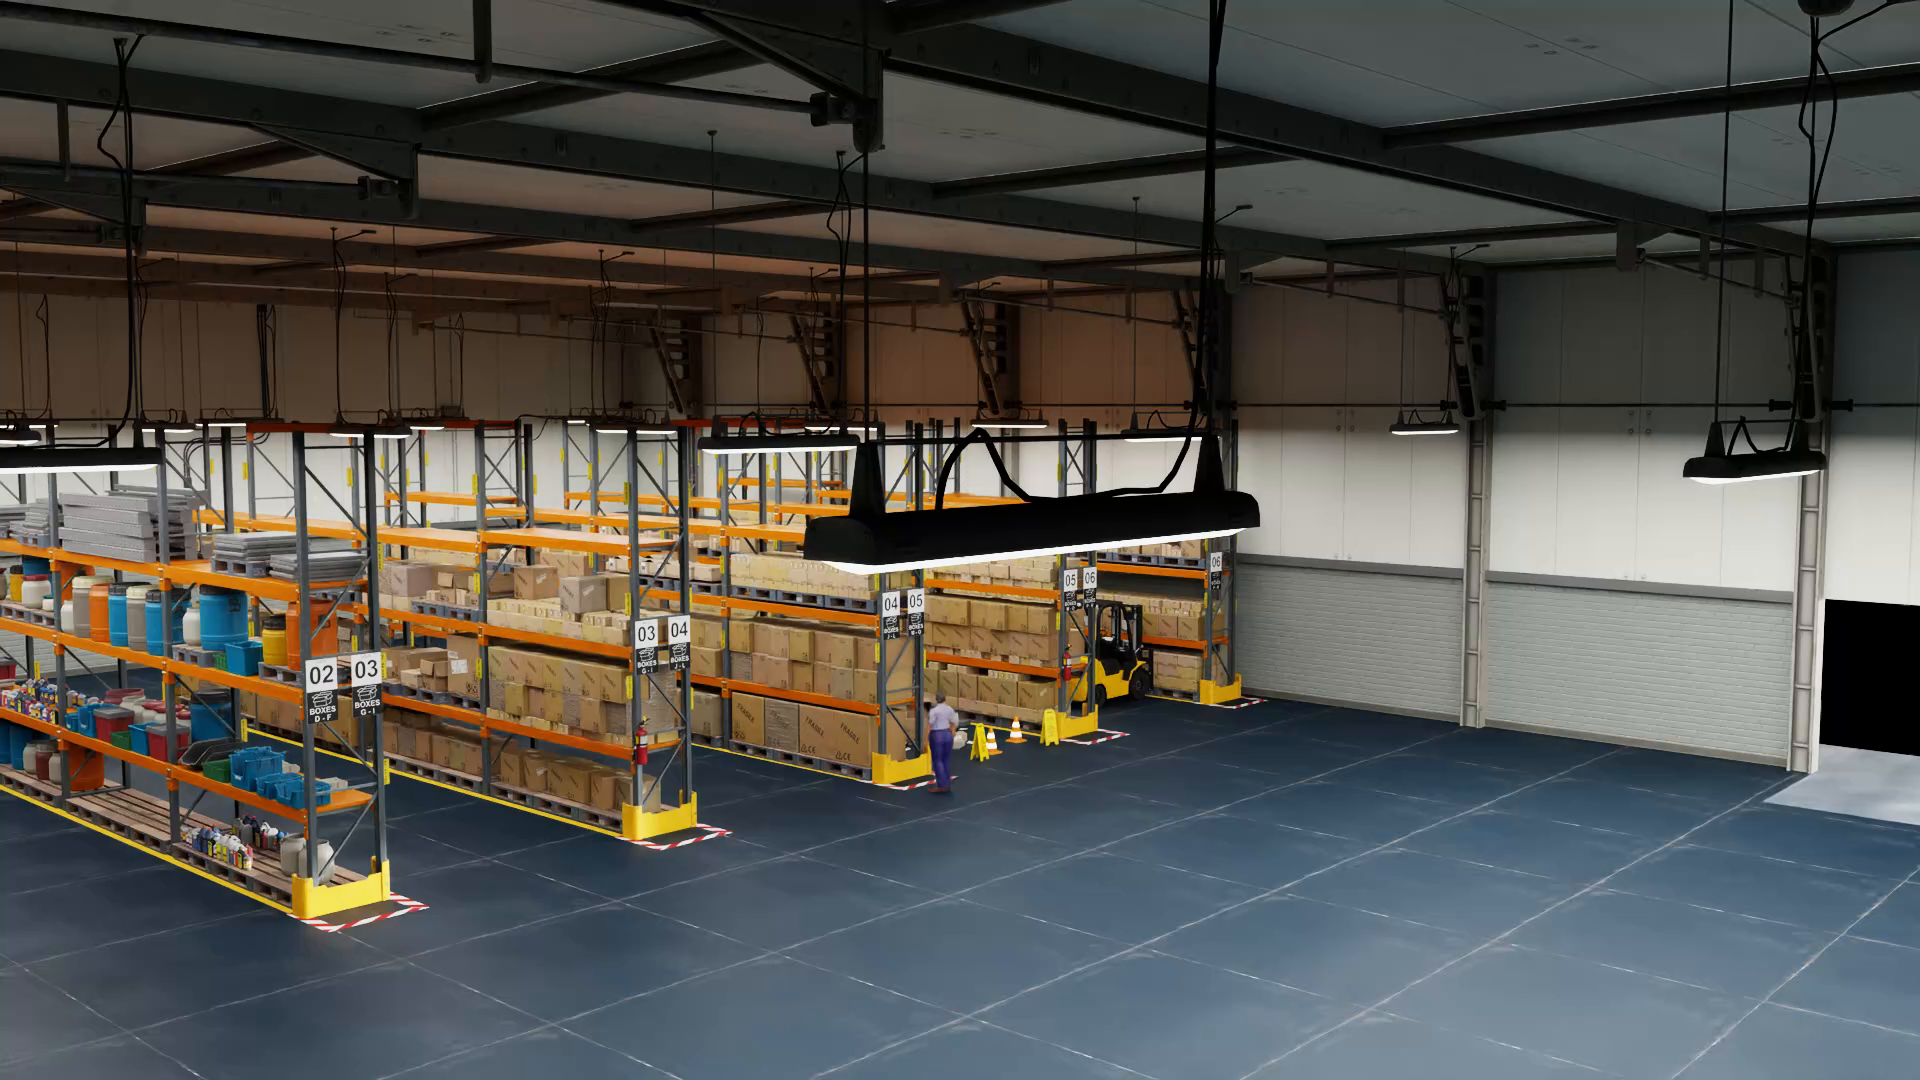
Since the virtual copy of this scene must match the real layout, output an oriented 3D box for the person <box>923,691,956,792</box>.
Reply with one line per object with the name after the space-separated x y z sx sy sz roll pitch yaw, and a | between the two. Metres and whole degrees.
-0.329 3.306 27.175 0.558 1.663 0.409 -3 5 -30 | person
